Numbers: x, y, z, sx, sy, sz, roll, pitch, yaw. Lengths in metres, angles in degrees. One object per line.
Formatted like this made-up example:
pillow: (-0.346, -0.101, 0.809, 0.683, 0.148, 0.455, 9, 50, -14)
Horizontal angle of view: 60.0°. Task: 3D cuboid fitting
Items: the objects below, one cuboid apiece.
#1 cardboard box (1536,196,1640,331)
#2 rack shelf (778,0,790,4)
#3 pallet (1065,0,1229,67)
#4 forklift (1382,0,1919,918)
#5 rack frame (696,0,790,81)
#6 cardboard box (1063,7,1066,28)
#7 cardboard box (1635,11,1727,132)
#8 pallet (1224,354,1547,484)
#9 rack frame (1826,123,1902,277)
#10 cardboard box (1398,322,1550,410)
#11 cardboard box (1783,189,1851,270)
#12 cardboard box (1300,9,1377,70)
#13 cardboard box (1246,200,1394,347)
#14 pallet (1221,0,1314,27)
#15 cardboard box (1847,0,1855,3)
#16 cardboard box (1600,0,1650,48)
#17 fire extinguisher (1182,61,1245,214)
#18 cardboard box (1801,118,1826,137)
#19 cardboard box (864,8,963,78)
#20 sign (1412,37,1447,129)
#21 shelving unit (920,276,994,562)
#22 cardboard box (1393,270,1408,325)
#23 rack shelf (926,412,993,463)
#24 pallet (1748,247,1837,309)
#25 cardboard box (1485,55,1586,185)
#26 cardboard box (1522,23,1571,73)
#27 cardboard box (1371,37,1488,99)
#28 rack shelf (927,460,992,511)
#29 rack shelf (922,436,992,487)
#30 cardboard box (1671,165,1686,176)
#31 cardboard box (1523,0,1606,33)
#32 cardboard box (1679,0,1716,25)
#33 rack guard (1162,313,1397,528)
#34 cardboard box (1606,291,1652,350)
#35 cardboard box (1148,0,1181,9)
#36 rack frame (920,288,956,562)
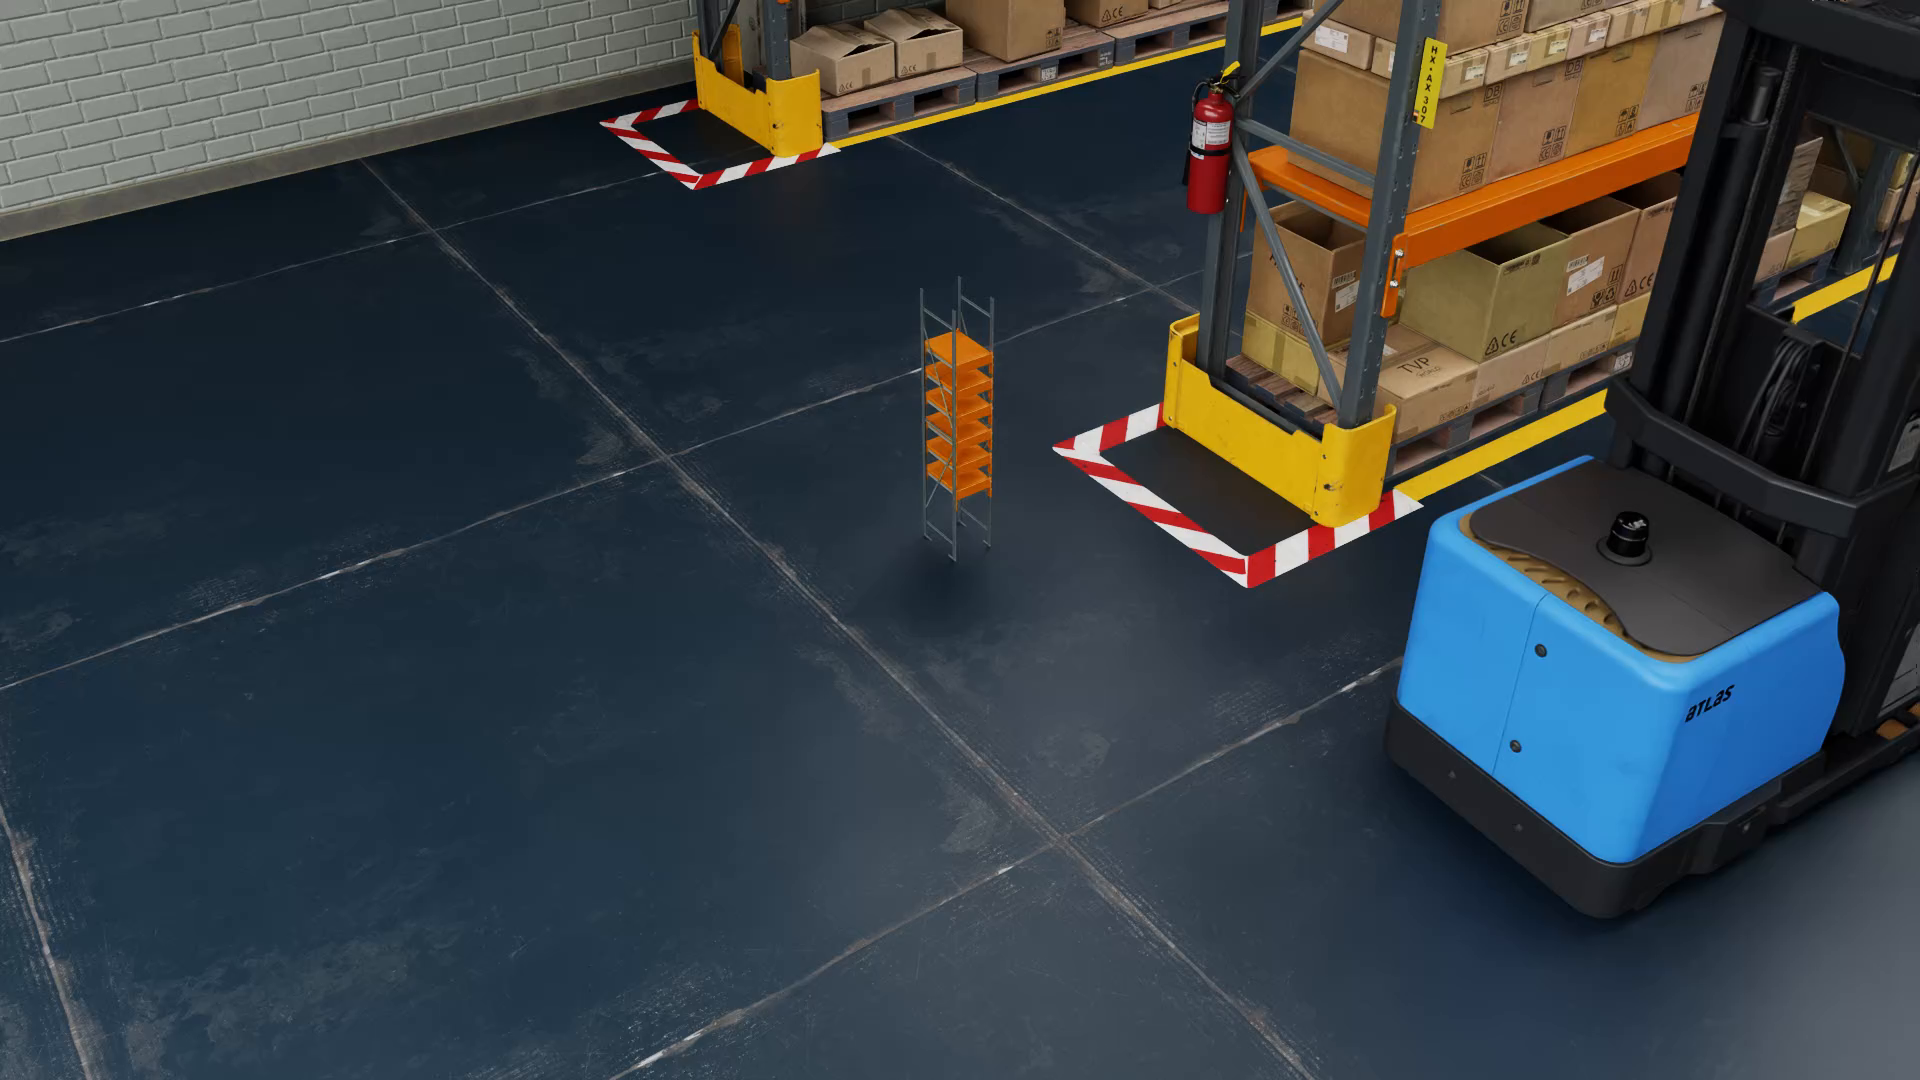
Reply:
cardboard box: (2.829, -1.378, 7.949, 0.500, 0.500, 0.500, -22, 41, -28)
rack shelf: (0.231, -4.345, 11.338, 4.000, 0.370, 1.077, -22, 41, -28)
pallet: (1.337, -3.935, 12.540, 1.213, 0.211, 1.003, -22, 41, -28)
forklift: (3.063, -0.608, 5.585, 3.031, 2.935, 1.130, -20, 40, -26)
rack frame: (-1.404, -3.964, 10.193, 0.127, 3.000, 1.000, -22, 41, -28)
cardboard box: (0.547, -3.803, 12.033, 0.250, 0.149, 0.380, -26, 43, -31)
cardboard box: (3.106, -2.315, 7.814, 0.500, 0.500, 0.700, -21, 41, -27)
pallet: (2.054, -0.747, 8.107, 1.213, 0.211, 1.003, -22, 41, -28)
rack frame: (4.723, -2.947, 8.778, 0.127, 3.000, 1.000, -22, 41, -28)
cardboard box: (2.426, -0.900, 7.927, 0.500, 0.250, 0.500, -22, 41, -28)
cardboard box: (4.470, -1.741, 9.097, 0.500, 0.250, 0.500, -22, 41, -28)
cardboard box: (1.656, -2.125, 6.994, 0.250, 0.149, 0.380, -23, 42, -29)
cardboard box: (1.720, -1.282, 7.817, 0.500, 0.500, 0.500, -22, 41, -28)
pallet: (2.502, -4.440, 13.243, 1.213, 0.211, 1.003, -22, 41, -28)
cardboard box: (4.364, -2.835, 8.537, 0.500, 0.500, 0.700, -24, 42, -29)
cardboard box: (2.741, -2.283, 7.213, 0.250, 0.149, 0.380, -24, 42, -29)
fire extinguisher: (1.089, -1.752, 7.183, 0.183, 0.674, 0.296, -22, 41, -28)
cardboard box: (4.889, -2.502, 9.674, 0.500, 0.311, 0.500, -22, 41, -28)
cardboard box: (-0.320, -3.433, 11.380, 0.500, 0.311, 0.500, -19, 40, -24)
sign: (1.768, -1.718, 6.261, 0.005, 0.325, 0.100, -22, 41, -28)
shelving unit: (-0.012, -0.482, 6.893, 0.189, 1.200, 0.258, -22, 41, -28)
cardboard box: (2.123, -1.151, 8.276, 0.500, 0.250, 0.500, -22, 41, -28)
rack shelf: (-0.012, -0.446, 6.919, 0.180, 0.103, 0.258, -22, 41, -28)
pallet: (4.049, -1.567, 9.248, 1.213, 0.211, 1.003, -22, 41, -28)
cardboard box: (2.269, -1.972, 7.337, 0.500, 0.500, 0.700, -21, 41, -27)
cardboard box: (2.317, -2.108, 6.971, 0.250, 0.149, 0.380, -22, 41, -28)
cardboard box: (1.898, -1.935, 6.730, 0.250, 0.149, 0.380, -23, 41, -28)
rack shelf: (-0.012, -0.251, 7.059, 0.180, 0.103, 0.258, -22, 41, -28)
rack shelf: (-0.012, -0.349, 6.989, 0.180, 0.103, 0.258, -22, 41, -28)
cardboard box: (3.648, -1.713, 8.415, 0.500, 0.500, 0.500, -22, 41, -28)
cardboard box: (2.312, -2.517, 6.984, 0.500, 0.500, 0.700, -24, 42, -29)
cardboard box: (3.155, -2.451, 7.448, 0.250, 0.149, 0.380, -22, 41, -27)
rack guard: (1.434, -0.578, 7.626, 0.348, 0.500, 1.175, -22, 41, -28)
cardboard box: (3.247, -1.234, 8.391, 0.500, 0.250, 0.500, -22, 41, -28)
cardboard box: (1.446, -4.144, 12.492, 0.250, 0.166, 0.380, -28, 44, -33)
rack frame: (-0.087, -0.451, 6.850, 0.006, 1.200, 0.240, -22, 41, -28)
